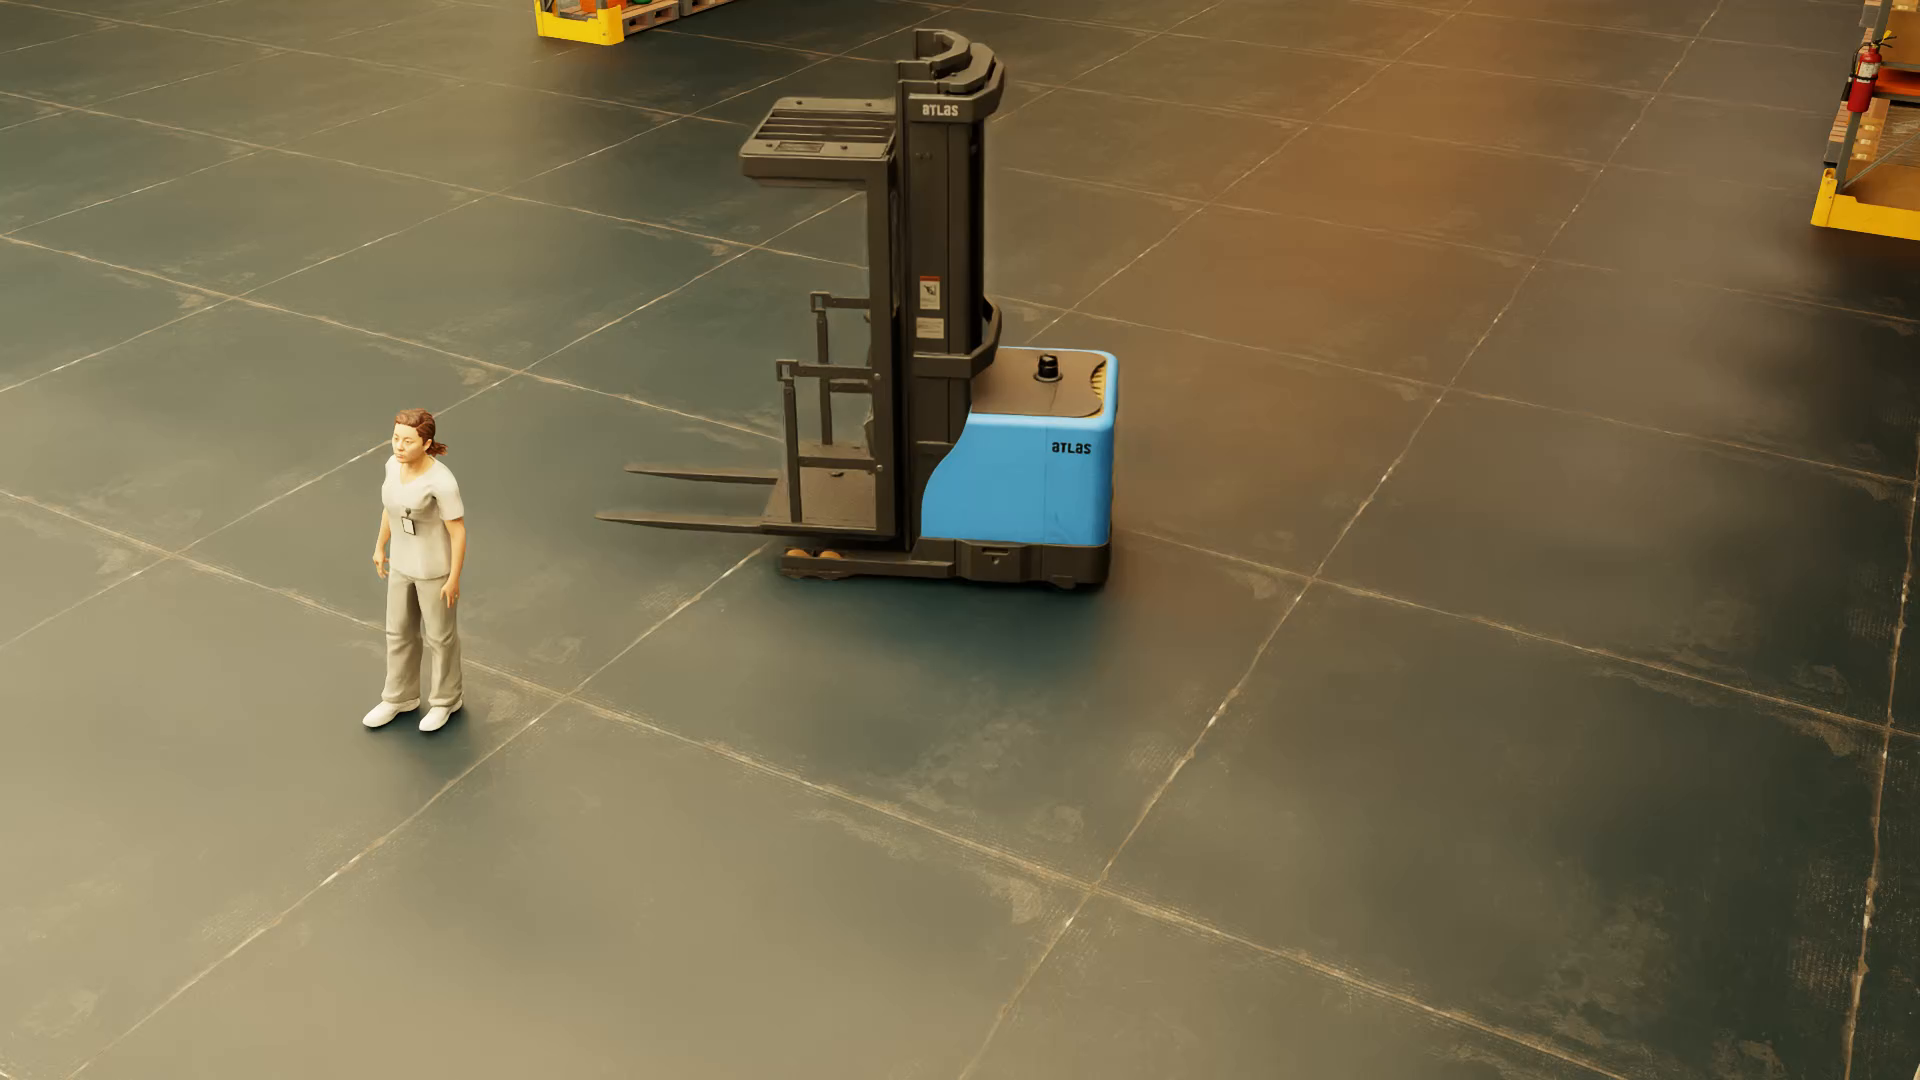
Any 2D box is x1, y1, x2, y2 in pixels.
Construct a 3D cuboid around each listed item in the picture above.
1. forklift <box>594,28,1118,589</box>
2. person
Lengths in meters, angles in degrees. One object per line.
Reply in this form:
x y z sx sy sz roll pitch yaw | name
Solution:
-0.614 -1.296 9.315 3.031 2.935 1.130 3 30 5 | forklift
-2.642 0.164 8.027 0.550 1.673 0.548 16 34 25 | person
